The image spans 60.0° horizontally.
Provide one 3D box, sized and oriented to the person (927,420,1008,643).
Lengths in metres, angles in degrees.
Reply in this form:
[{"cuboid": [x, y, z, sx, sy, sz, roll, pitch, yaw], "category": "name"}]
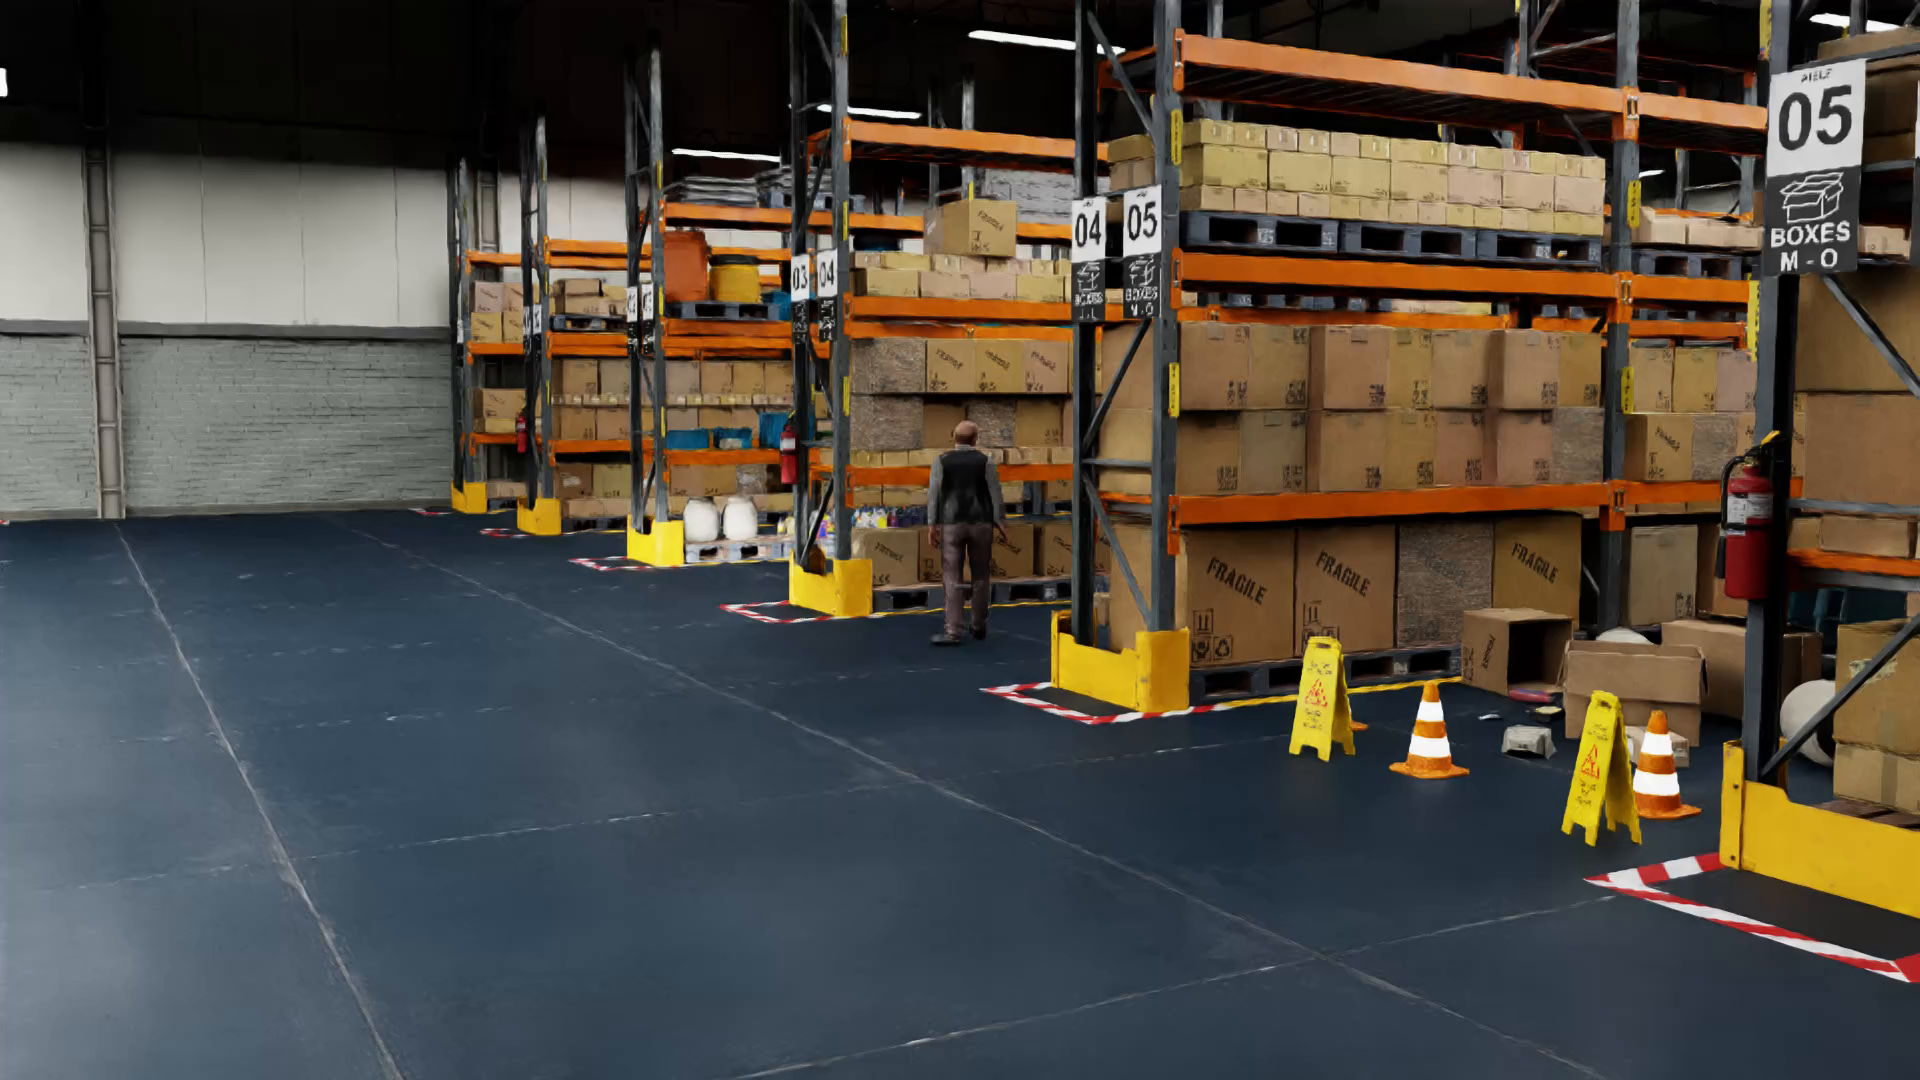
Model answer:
[{"cuboid": [0.056, -0.081, 13.042, 0.645, 1.720, 0.584, -1, 5, -11], "category": "person"}]
